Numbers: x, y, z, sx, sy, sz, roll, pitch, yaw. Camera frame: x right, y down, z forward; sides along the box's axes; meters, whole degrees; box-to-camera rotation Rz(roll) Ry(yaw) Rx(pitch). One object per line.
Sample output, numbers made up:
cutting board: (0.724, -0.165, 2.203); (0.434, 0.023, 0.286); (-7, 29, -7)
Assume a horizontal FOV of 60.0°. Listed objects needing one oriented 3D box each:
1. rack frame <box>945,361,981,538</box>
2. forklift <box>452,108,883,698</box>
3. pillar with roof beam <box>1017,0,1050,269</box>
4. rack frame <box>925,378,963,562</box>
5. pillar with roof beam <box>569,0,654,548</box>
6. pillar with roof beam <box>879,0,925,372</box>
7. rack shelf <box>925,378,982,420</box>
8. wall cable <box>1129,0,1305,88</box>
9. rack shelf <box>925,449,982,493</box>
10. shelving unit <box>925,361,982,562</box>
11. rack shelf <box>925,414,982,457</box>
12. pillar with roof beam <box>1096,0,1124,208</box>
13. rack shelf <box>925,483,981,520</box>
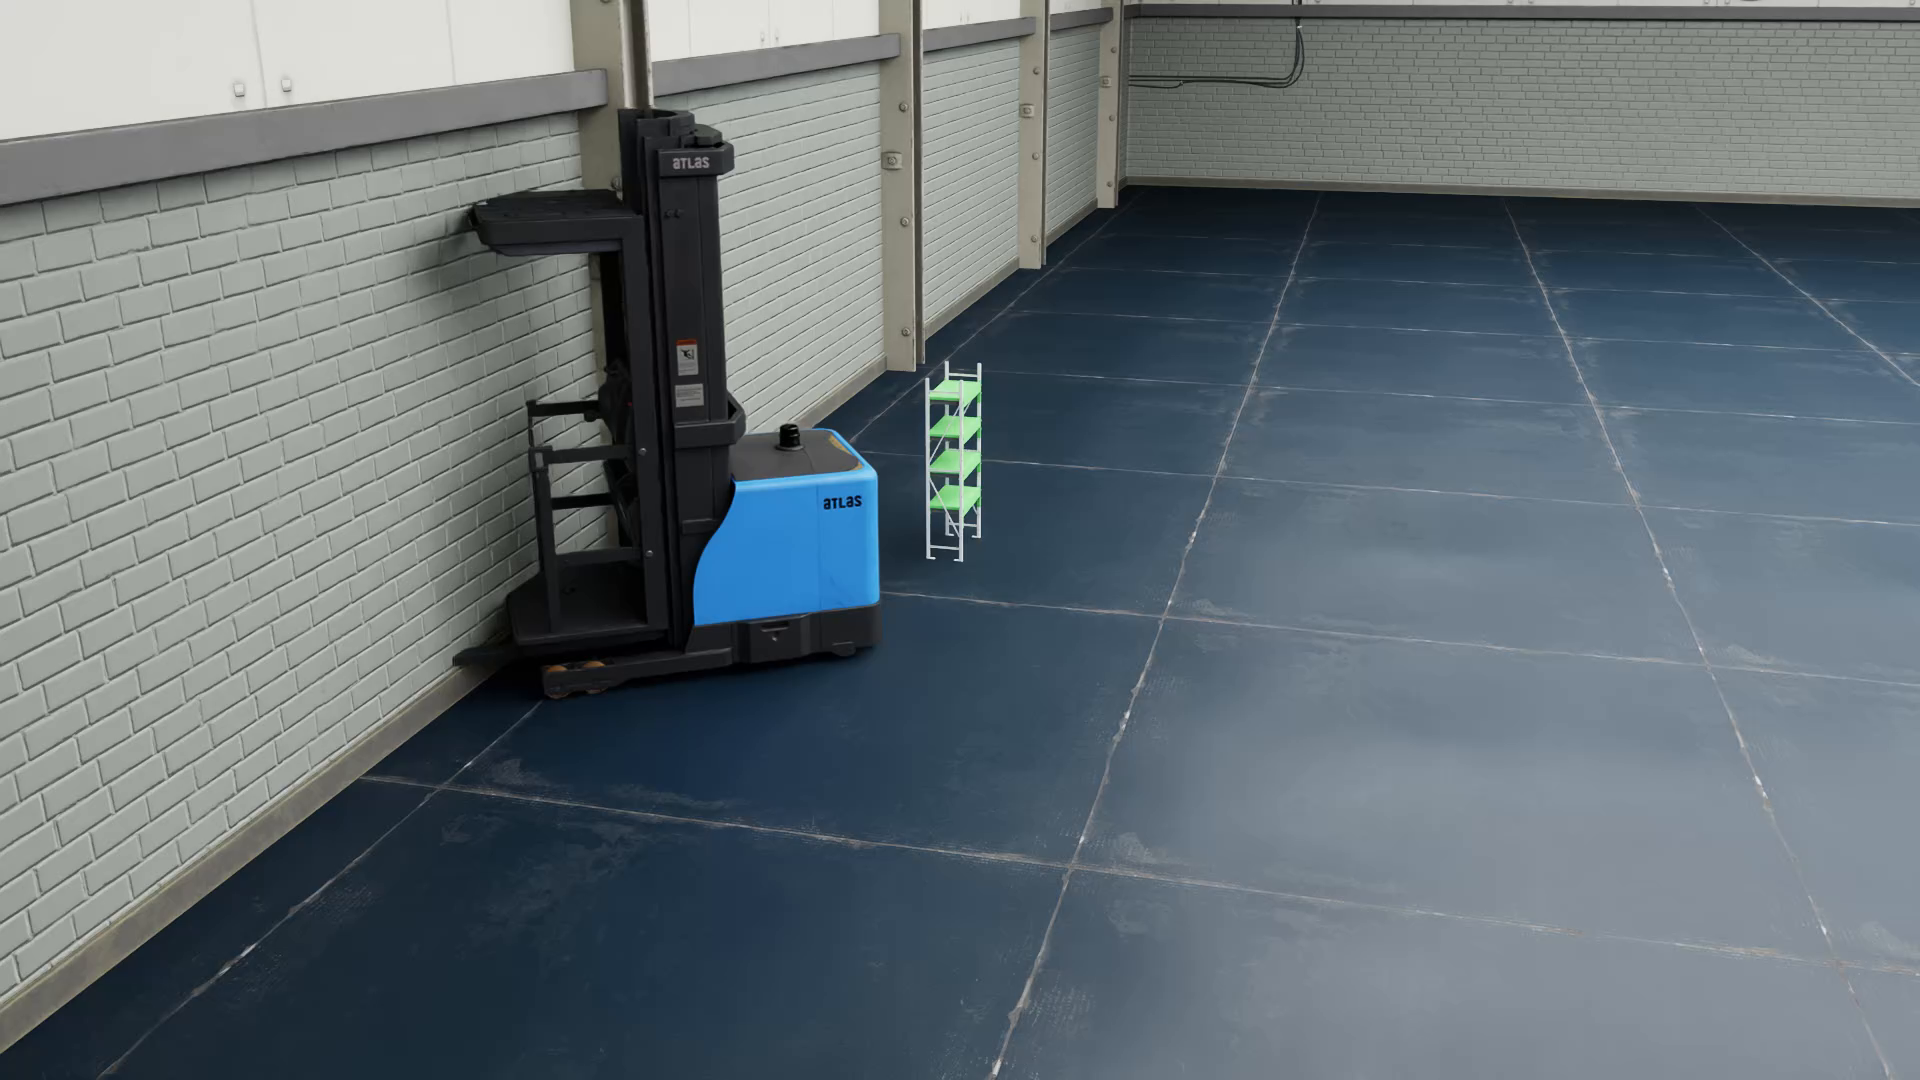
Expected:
rack frame: (0.019, -0.592, 11.066); (0.240, 1.200, 0.015); (5, 19, 13)
forklift: (-2.010, -0.746, 8.836); (3.031, 2.935, 1.130); (-6, 20, -17)
pillar with roof beam: (5.101, -7.484, 19.175); (9.100, 9.000, 0.400); (5, 19, 13)
rack frame: (-0.100, -0.439, 10.618); (0.240, 1.200, 0.015); (5, 19, 13)
pillar with roof beam: (2.169, -3.722, 8.164); (9.100, 9.000, 0.400); (5, 19, 13)
pillar with roof beam: (3.635, -5.603, 13.670); (9.100, 9.000, 0.400); (5, 19, 13)
rack shelf: (-0.040, -0.910, 10.707); (0.258, 0.148, 0.480); (5, 19, 13)
wall cable: (4.395, -9.054, 28.576); (3.097, 2.526, 0.112); (5, 19, 13)
rack shelf: (-0.040, -0.455, 10.862); (0.258, 0.148, 0.480); (5, 19, 13)
shelving unit: (-0.040, -0.516, 10.842); (0.258, 1.200, 0.503); (5, 19, 13)
rack shelf: (-0.040, -0.683, 10.785); (0.258, 0.148, 0.480); (5, 19, 13)
pillar with roof beam: (6.567, -9.364, 24.681); (9.100, 9.000, 0.400); (5, 19, 13)
rack shelf: (-0.040, -0.228, 10.940); (0.258, 0.148, 0.480); (5, 19, 13)
